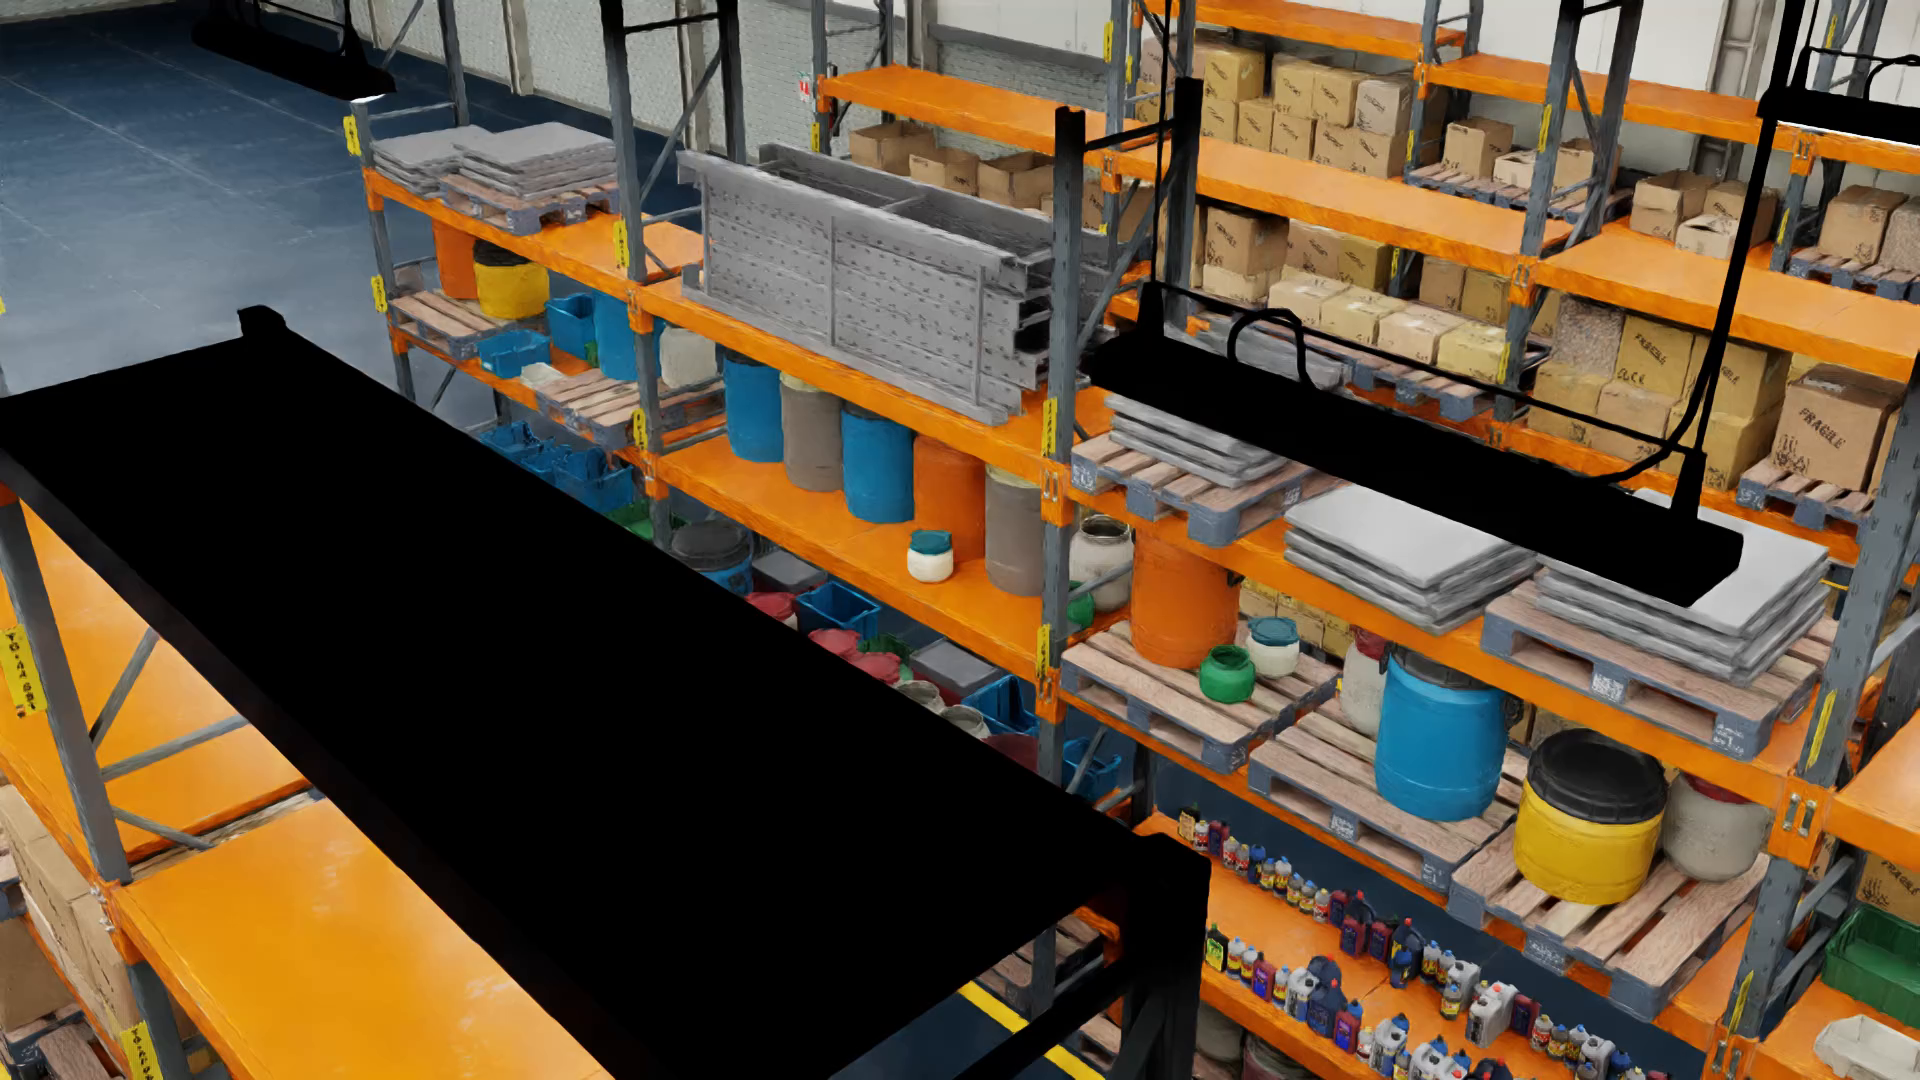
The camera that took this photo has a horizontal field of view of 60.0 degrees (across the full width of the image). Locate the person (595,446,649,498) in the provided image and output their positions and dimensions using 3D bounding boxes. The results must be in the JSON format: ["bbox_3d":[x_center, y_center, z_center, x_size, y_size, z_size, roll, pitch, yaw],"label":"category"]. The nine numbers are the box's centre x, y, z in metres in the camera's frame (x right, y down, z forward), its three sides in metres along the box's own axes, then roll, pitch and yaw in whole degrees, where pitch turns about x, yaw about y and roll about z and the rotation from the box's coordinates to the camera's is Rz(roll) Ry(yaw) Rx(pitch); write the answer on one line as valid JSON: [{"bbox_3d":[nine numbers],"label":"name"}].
[{"bbox_3d":[-3.533,-0.967,16.913,0.958,1.679,0.576,12,30,21],"label":"person"}]
